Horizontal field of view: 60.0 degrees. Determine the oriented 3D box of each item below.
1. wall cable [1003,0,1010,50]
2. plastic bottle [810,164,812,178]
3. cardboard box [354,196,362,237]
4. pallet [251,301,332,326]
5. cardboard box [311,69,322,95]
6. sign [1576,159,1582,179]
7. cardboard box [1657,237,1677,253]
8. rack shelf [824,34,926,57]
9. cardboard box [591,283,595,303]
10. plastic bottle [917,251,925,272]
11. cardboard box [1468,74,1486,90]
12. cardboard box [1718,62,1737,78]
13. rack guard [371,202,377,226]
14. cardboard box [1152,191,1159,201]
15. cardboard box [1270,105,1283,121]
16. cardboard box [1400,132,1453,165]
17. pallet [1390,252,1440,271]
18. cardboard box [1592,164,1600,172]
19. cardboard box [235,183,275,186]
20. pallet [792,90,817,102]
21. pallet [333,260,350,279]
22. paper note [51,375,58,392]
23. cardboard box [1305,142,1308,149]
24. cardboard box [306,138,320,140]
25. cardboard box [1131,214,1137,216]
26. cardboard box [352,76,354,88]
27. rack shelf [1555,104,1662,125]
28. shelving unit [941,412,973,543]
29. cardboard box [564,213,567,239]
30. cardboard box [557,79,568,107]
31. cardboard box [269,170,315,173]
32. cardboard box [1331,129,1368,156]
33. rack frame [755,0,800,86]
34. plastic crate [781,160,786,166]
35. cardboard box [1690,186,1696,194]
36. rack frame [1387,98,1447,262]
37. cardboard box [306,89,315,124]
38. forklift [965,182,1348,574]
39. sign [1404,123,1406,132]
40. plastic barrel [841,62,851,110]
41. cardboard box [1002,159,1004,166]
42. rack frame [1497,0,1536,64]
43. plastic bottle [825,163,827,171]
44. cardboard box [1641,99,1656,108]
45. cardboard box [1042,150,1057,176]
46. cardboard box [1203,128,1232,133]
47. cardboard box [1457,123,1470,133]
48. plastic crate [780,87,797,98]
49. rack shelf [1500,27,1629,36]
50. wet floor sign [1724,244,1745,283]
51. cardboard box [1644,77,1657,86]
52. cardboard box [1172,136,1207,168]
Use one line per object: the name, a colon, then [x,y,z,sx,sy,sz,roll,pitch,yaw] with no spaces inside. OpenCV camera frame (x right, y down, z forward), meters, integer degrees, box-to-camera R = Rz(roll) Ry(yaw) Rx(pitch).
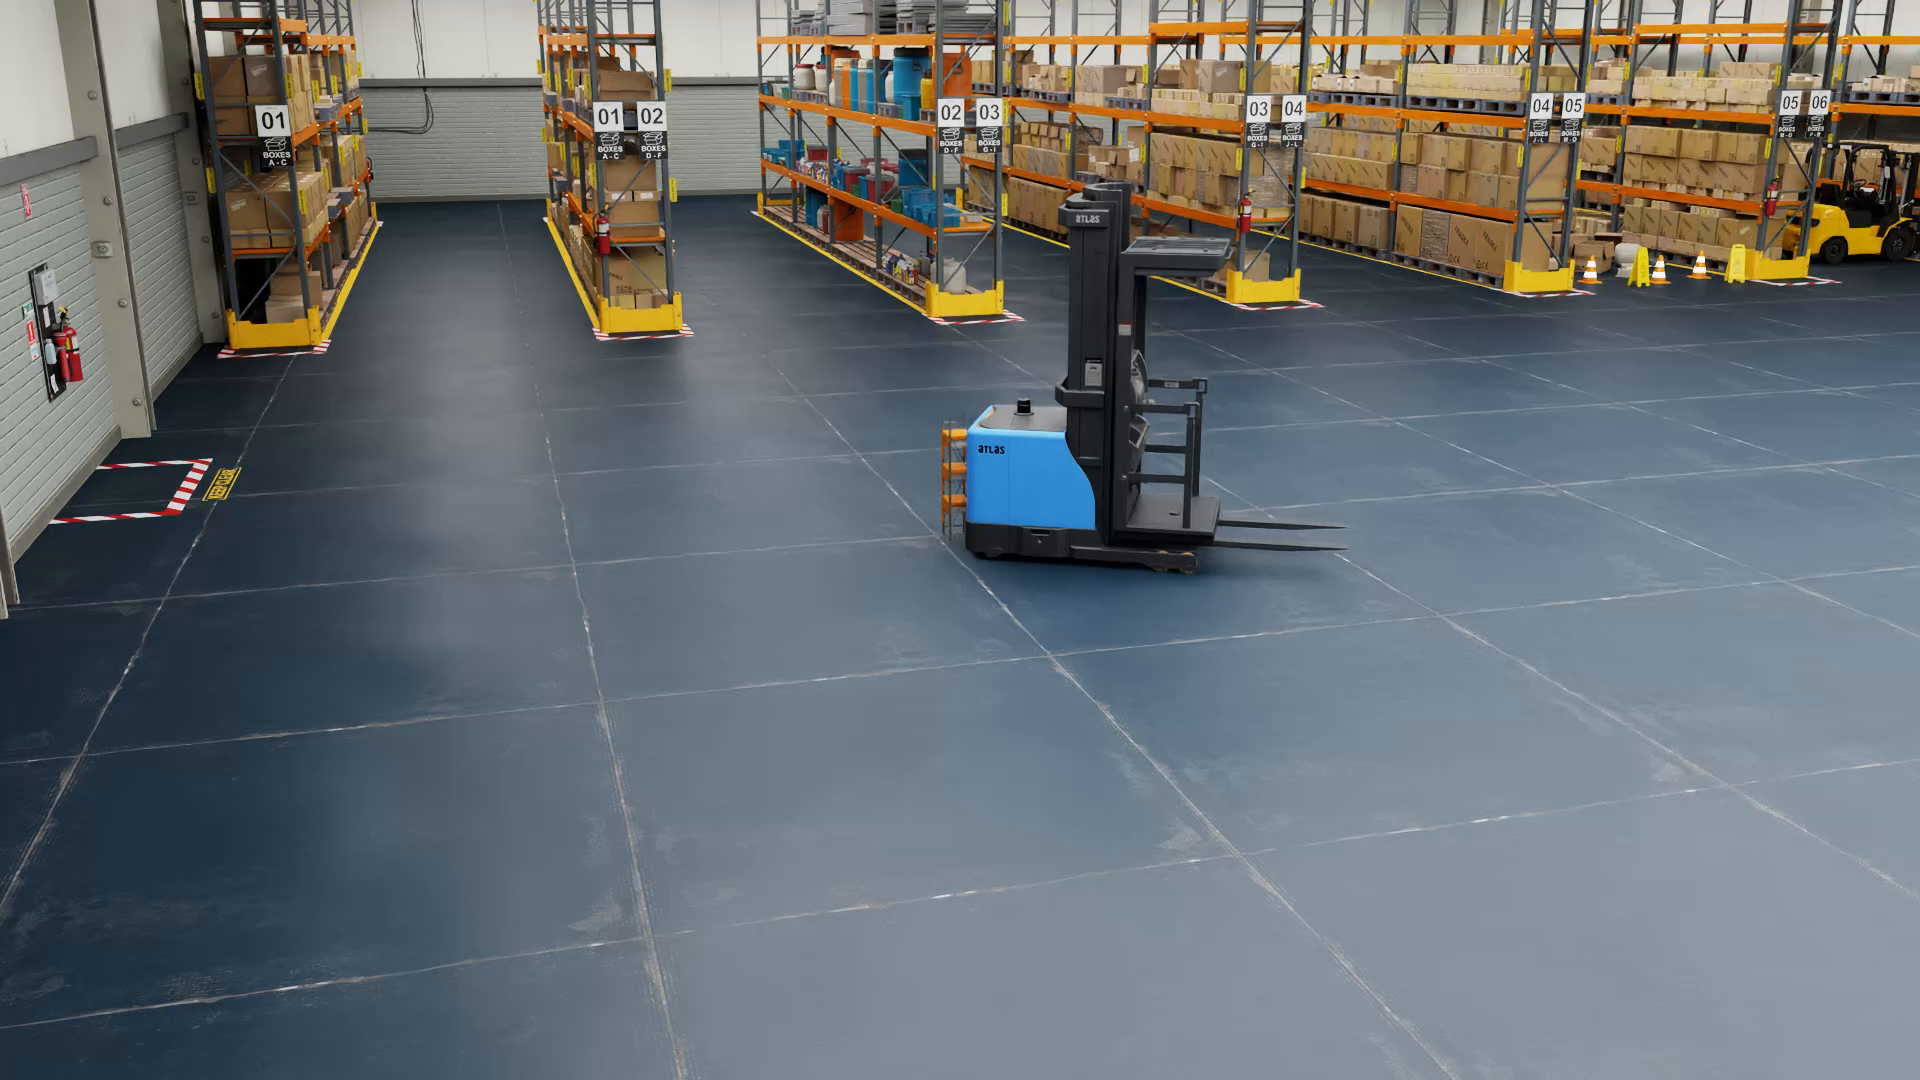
wall cable: [2.261,-15.955,45.832,2.277,5.999,0.120,-5,17,-15]
plastic bottle: [-3.051,-7.605,34.279,0.097,0.271,0.097,0,17,0]
cardboard box: [-12.384,-6.425,33.134,0.750,0.750,0.750,-4,17,-15]
pallet: [-9.932,-3.354,24.749,1.003,0.211,1.213,-5,17,-15]
cardboard box: [-11.775,-8.139,29.680,0.700,0.500,0.500,-6,18,-20]
sign: [10.230,-6.137,27.527,0.100,0.325,0.005,-5,17,-15]
cardboard box: [13.535,-5.575,31.347,0.500,0.250,0.500,-5,17,-16]
rack shelf: [-1.514,-8.884,29.830,1.077,0.370,4.000,-5,17,-15]
cardboard box: [-5.348,-3.781,25.375,0.500,0.250,0.500,-5,17,-15]
plastic bottle: [-0.648,-4.769,28.453,0.144,0.351,0.185,-5,17,-15]
cardboard box: [9.018,-7.790,28.296,0.500,0.250,0.500,-5,17,-16]
cardboard box: [16.964,-10.182,36.343,0.500,0.500,0.500,-5,17,-15]
rack guard: [-13.794,-7.339,37.515,1.175,0.500,0.348,-5,17,-15]
cardboard box: [3.624,-6.111,29.519,0.380,0.149,0.250,-5,17,-15]
cardboard box: [5.014,-6.797,26.412,0.500,0.250,0.500,-4,17,-14]
cardboard box: [8.663,-7.233,30.681,0.875,0.550,0.550,-5,17,-15]
pallet: [8.729,-5.197,30.887,1.003,0.211,1.213,-5,17,-15]
cardboard box: [12.864,-7.444,33.227,0.380,0.149,0.250,-5,17,-17]
cardboard box: [-9.999,-4.797,23.629,0.500,0.500,0.500,-5,17,-17]
pallet: [-2.853,-9.343,34.957,1.213,0.211,1.003,-5,17,-15]
pallet: [-11.375,-4.765,29.447,1.003,0.211,1.213,-5,17,-15]
paper note: [-8.141,-1.406,14.951,0.016,0.148,0.142,-5,17,-15]
cardboard box: [7.554,-8.366,35.260,0.380,0.149,0.250,-5,17,-15]
cardboard box: [-12.519,-7.552,31.849,0.500,0.250,0.500,-5,18,-17]
cardboard box: [3.067,-6.169,32.854,0.700,0.500,0.500,-6,18,-20]
cardboard box: [-12.899,-9.532,34.614,0.500,0.250,0.500,-5,17,-17]
rack shelf: [12.777,-8.814,34.116,1.077,0.370,4.000,-5,17,-15]
shelving unit: [-0.022,-0.518,13.852,0.215,1.050,0.252,-4,17,-14]
cardboard box: [-7.602,-6.251,33.127,0.500,0.500,0.500,-5,18,-17]
cardboard box: [-7.262,-8.597,31.969,0.910,0.500,0.500,-5,17,-15]
cardboard box: [-10.597,-5.612,26.483,0.700,0.500,0.500,-5,17,-15]
cardboard box: [7.893,-7.976,33.378,0.700,0.500,0.500,-5,17,-16]
rack frame: [-4.262,-12.186,38.877,1.000,3.000,0.127,-5,17,-15]
plastic crate: [-3.728,-8.392,37.048,0.437,0.125,0.590,-5,17,-15]
cardboard box: [13.716,-6.453,30.656,0.380,0.149,0.250,-5,17,-15]
rack frame: [8.595,-6.749,31.206,1.000,3.000,0.127,-5,17,-15]
cardboard box: [-10.112,-6.583,25.232,0.500,0.500,0.500,-4,17,-14]
forklift: [1.612,-1.307,13.207,3.031,2.935,1.130,3,17,11]
sign: [10.595,-9.789,39.686,0.100,0.325,0.005,-5,17,-15]
plastic barrel: [-1.866,-8.317,30.465,0.600,0.830,0.708,-5,17,-15]
cardboard box: [1.130,-8.607,37.829,0.380,0.149,0.250,-4,17,-14]
rack frame: [14.801,-13.754,44.099,1.000,3.000,0.127,-5,17,-15]
plastic bottle: [-2.858,-8.013,35.758,0.097,0.201,0.097,0,17,0]
cardboard box: [13.192,-8.302,31.599,0.380,0.149,0.250,-5,17,-15]
cardboard box: [2.048,-7.938,34.990,0.500,0.500,0.500,-5,18,-17]
cardboard box: [6.007,-9.740,38.734,0.500,0.500,0.500,-5,18,-17]
cardboard box: [11.555,-9.203,37.464,0.500,0.500,0.500,-5,17,-15]
plastic crate: [-3.720,-9.789,36.404,0.416,0.233,0.300,-5,17,-15]
rack shelf: [15.350,-12.855,42.361,1.077,0.370,4.000,-5,17,-15]
wet floor sign: [13.449,-4.797,28.801,0.267,0.644,0.232,1,17,4]
cardboard box: [13.199,-8.684,31.484,0.380,0.149,0.250,-4,17,-14]
cardboard box: [3.953,-6.633,28.391,0.500,0.500,0.500,-5,17,-15]
